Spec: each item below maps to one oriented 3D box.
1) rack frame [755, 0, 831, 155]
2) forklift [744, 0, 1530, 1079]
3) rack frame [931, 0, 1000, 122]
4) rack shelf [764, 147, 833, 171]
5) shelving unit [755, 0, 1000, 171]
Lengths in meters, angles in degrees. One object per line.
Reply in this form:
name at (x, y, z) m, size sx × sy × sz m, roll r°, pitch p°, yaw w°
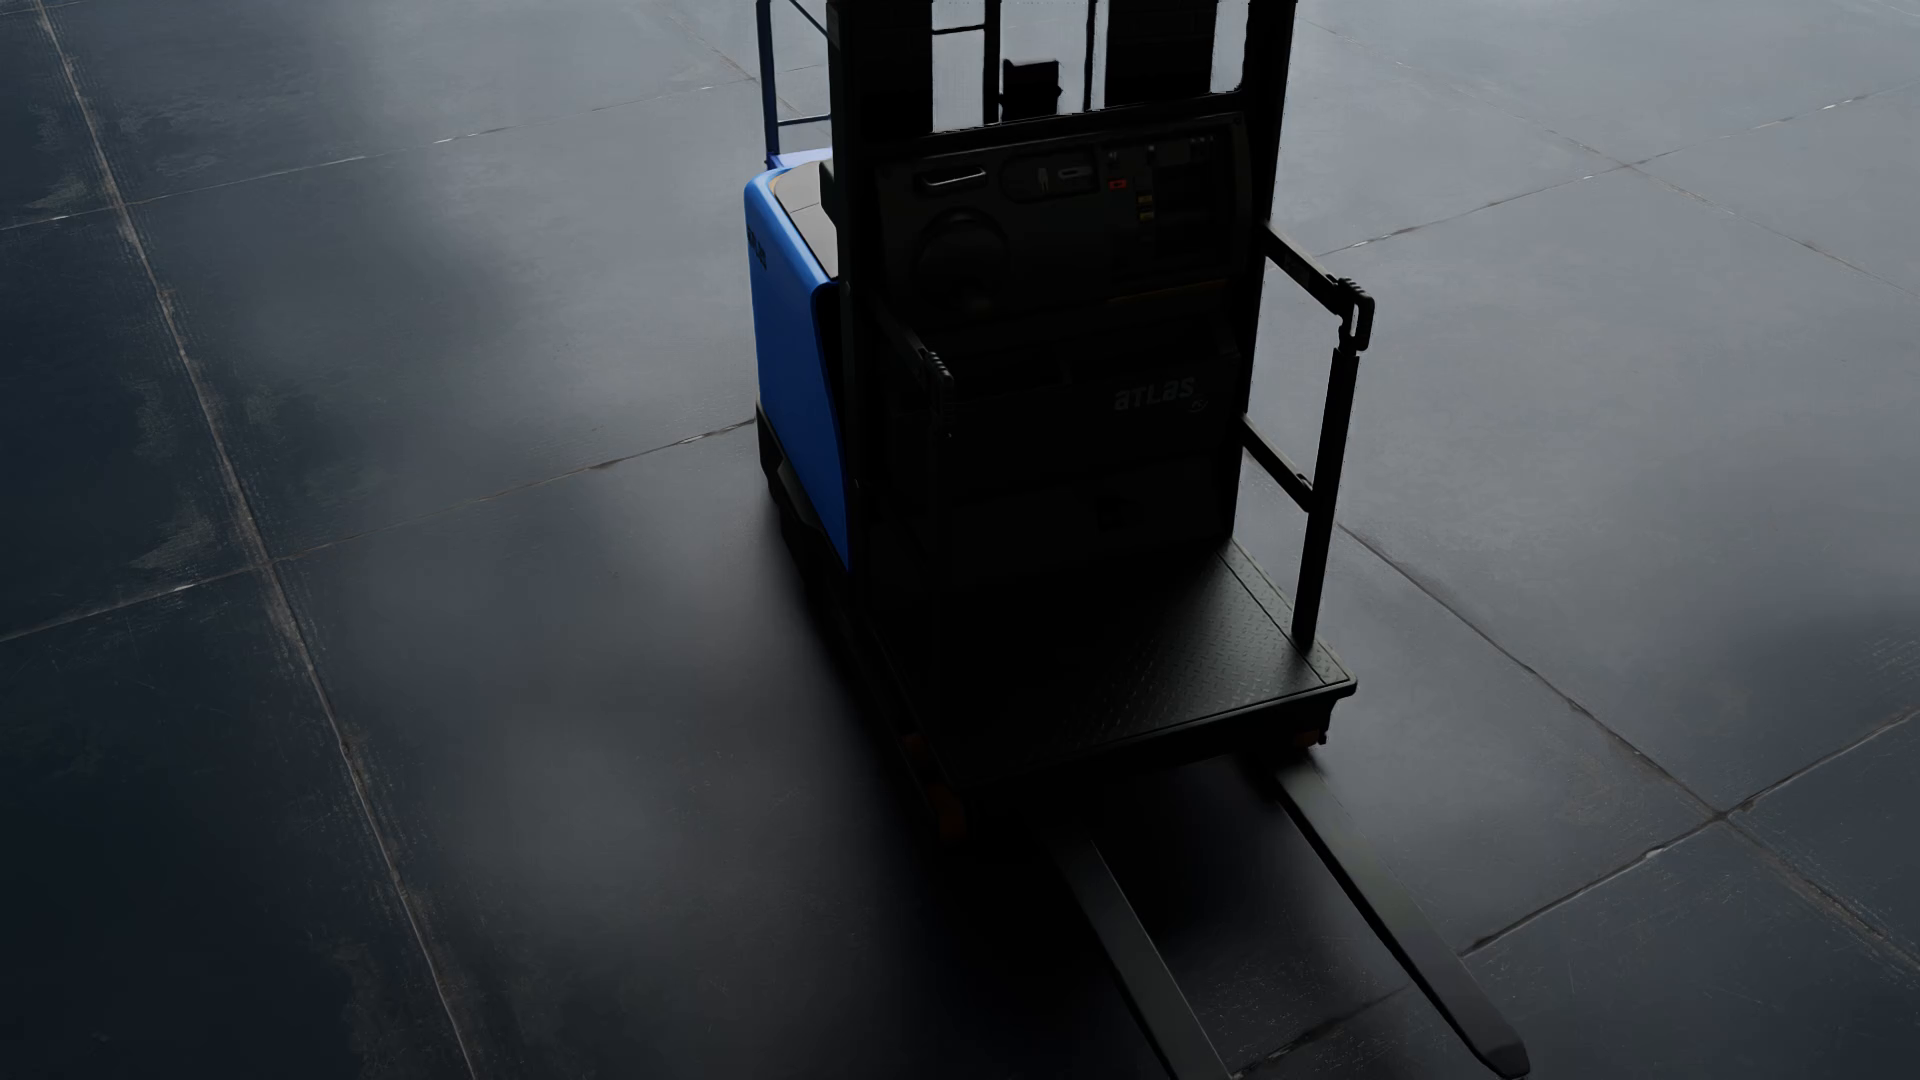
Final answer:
rack frame at (-0.471, -1.550, 6.100) m, size 0.500 × 1.500 × 0.032 m, roll -12°, pitch 38°, yaw -16°
forklift at (0.329, -0.691, 3.711) m, size 1.130 × 2.935 × 3.031 m, roll -12°, pitch 38°, yaw -16°
rack frame at (-0.120, -0.987, 5.330) m, size 0.500 × 1.500 × 0.032 m, roll -12°, pitch 38°, yaw -16°
rack shelf at (-0.295, -1.123, 5.821) m, size 0.538 × 0.185 × 1.000 m, roll -12°, pitch 38°, yaw -16°
shelving unit at (-0.295, -1.268, 5.715) m, size 0.538 × 1.500 × 1.048 m, roll -12°, pitch 38°, yaw -16°
